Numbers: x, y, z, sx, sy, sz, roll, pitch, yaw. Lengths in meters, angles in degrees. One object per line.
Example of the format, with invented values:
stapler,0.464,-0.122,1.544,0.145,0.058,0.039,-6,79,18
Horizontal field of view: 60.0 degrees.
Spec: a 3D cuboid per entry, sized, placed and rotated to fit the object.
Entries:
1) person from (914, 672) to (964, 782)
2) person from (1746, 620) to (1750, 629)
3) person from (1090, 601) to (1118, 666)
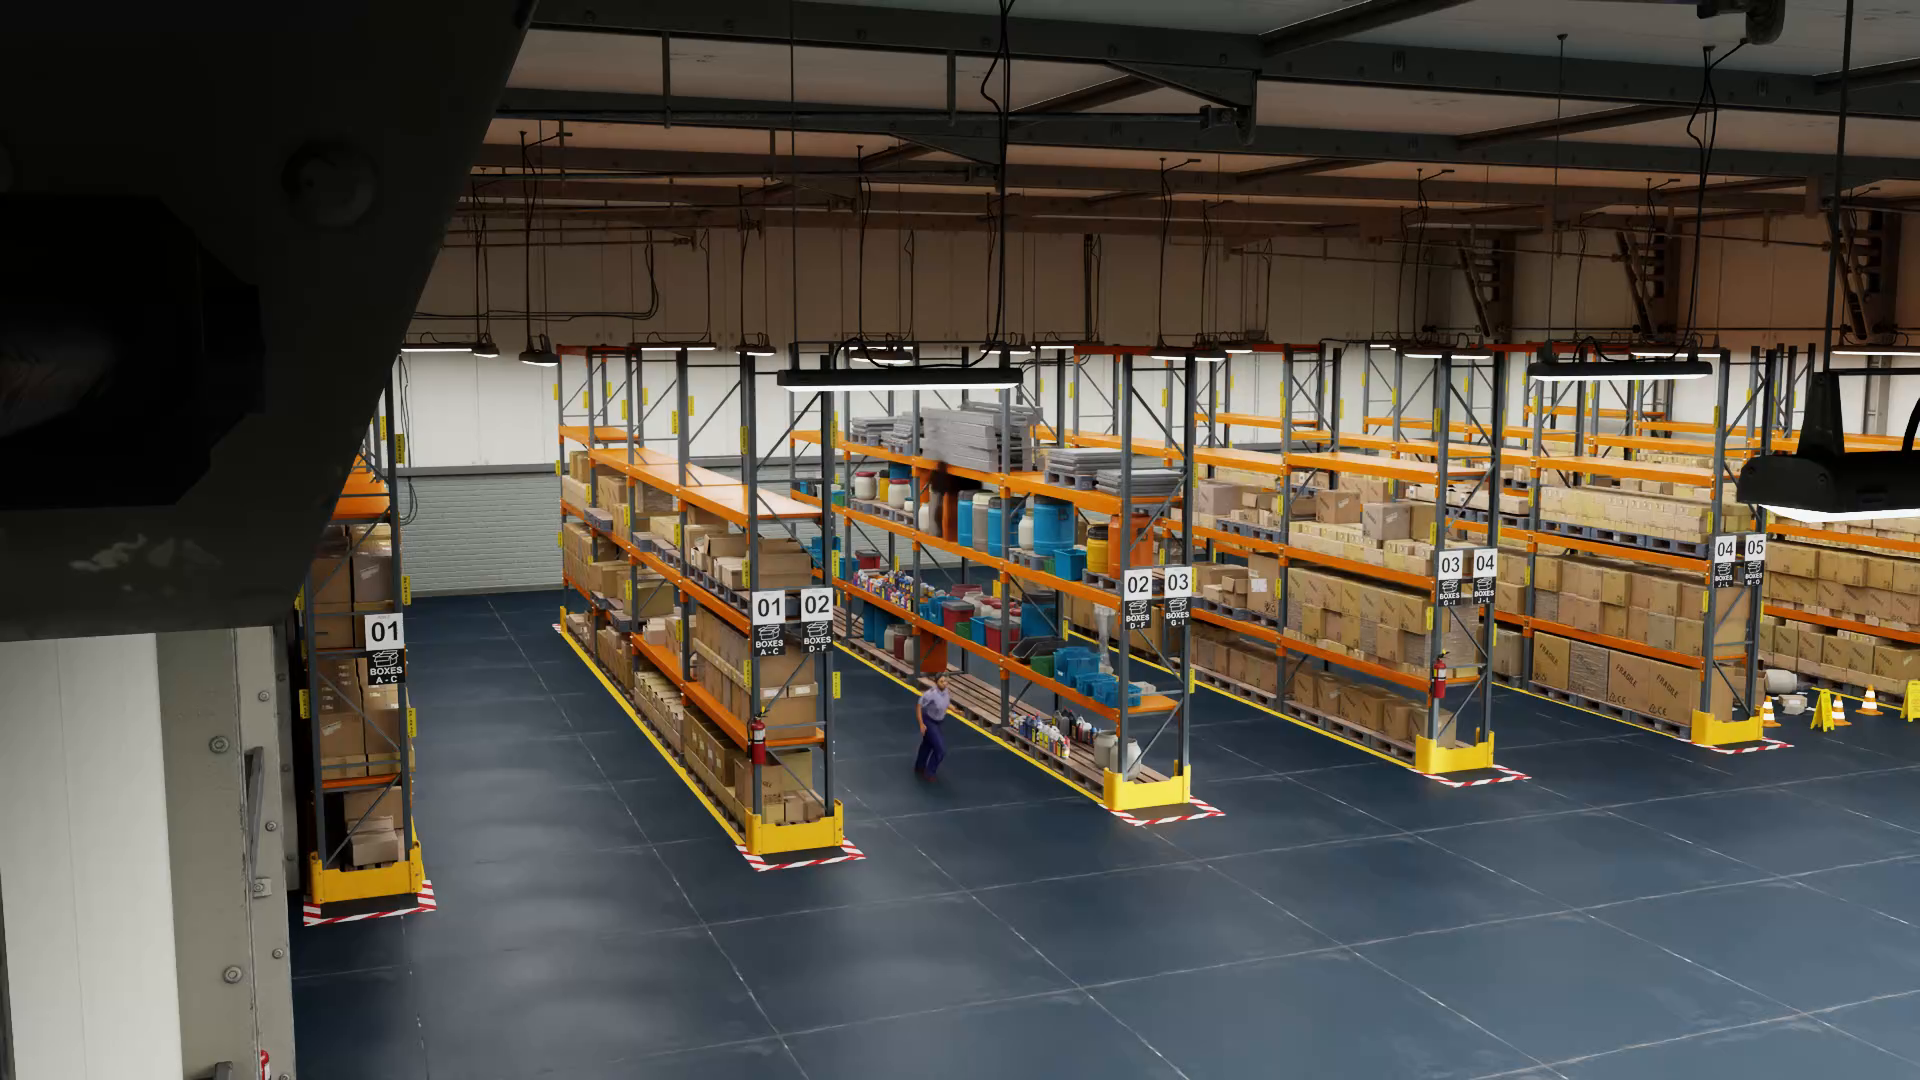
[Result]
person,-0.333,2.627,23.412,0.816,1.624,0.641,2,8,19
person,15.847,1.298,33.331,0.702,1.520,0.917,-6,10,-41
person,2.660,1.395,30.200,0.583,1.751,0.717,-3,8,-22
